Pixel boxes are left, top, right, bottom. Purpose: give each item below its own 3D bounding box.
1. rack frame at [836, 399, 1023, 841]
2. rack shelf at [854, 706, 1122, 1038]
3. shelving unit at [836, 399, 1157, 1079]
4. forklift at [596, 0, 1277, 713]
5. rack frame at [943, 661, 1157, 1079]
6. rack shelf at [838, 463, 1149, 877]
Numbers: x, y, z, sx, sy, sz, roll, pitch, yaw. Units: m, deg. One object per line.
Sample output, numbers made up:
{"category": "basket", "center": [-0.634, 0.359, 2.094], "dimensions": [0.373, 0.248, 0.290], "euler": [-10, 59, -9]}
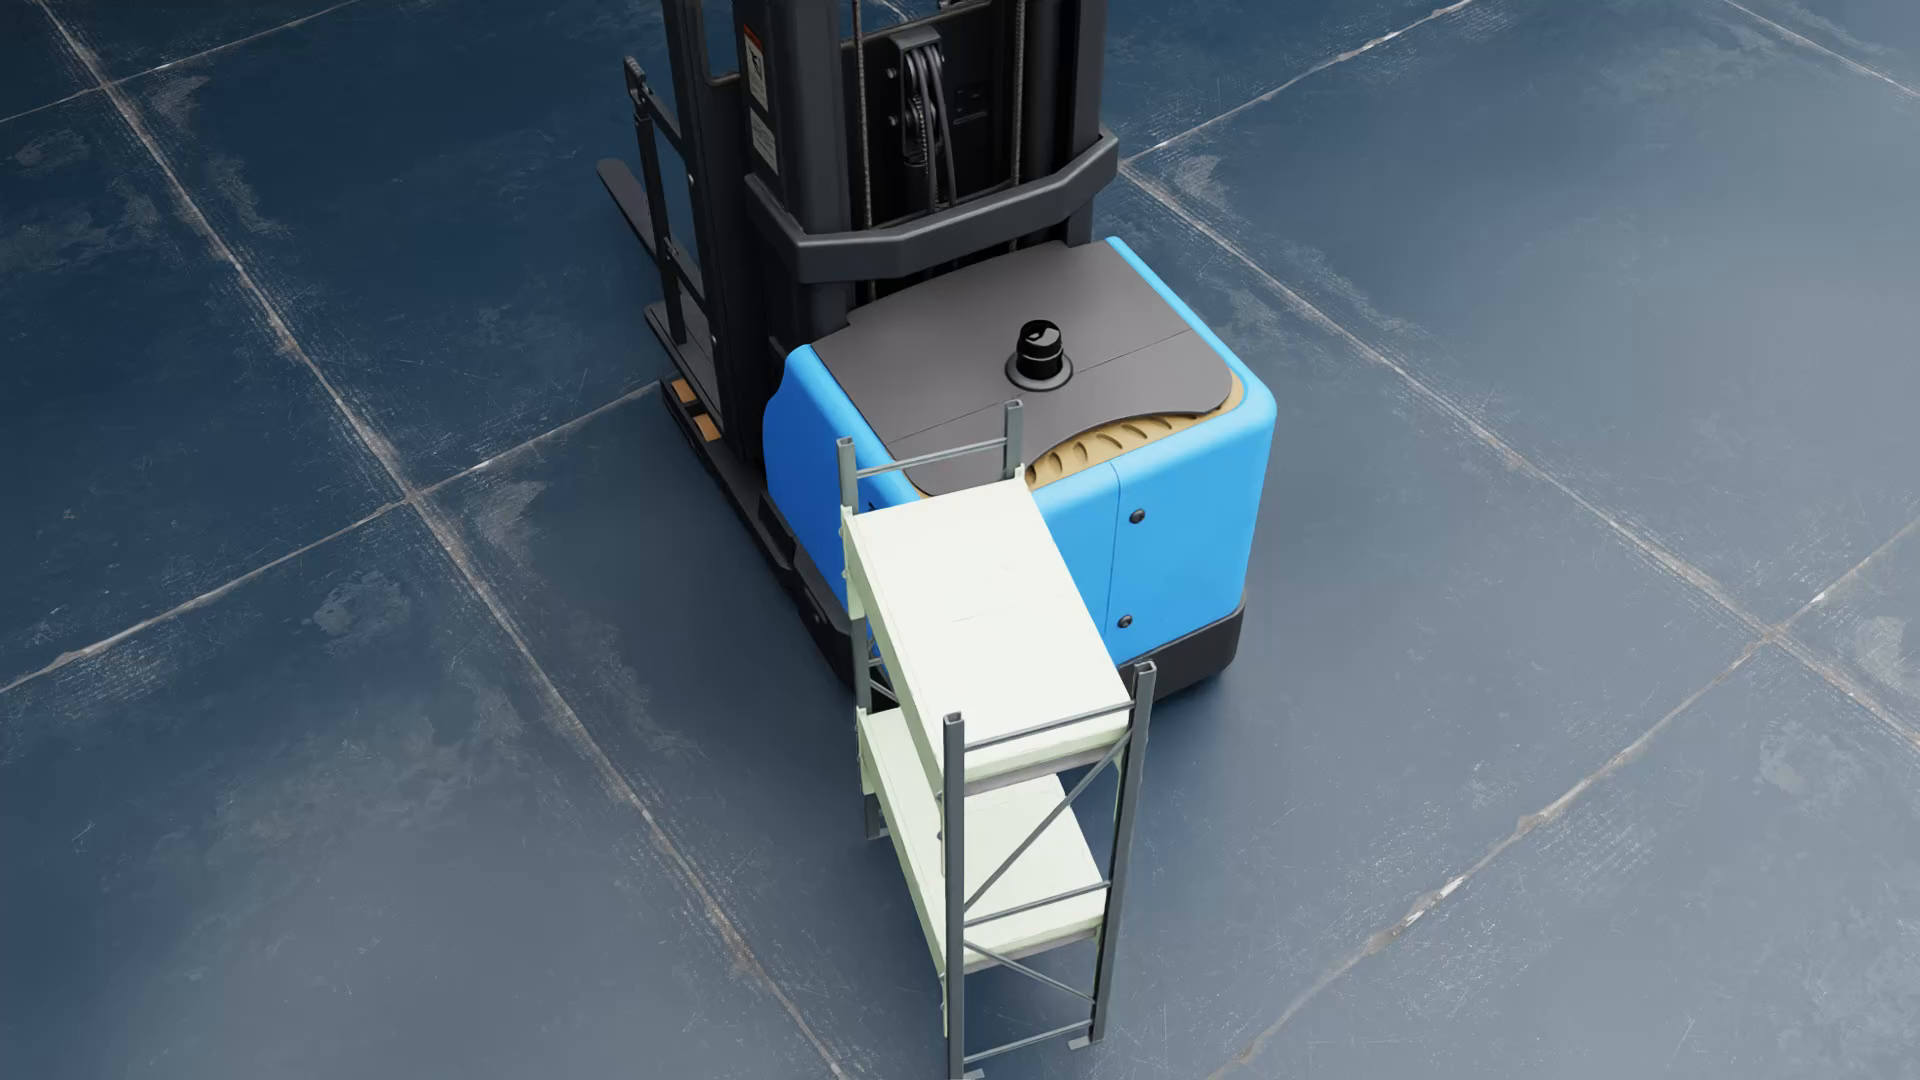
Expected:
{"category": "rack frame", "center": [-0.061, 0.260, 4.002], "dimensions": [0.400, 1.500, 0.023], "euler": [-13, 49, -12]}
{"category": "rack shelf", "center": [0.051, 0.737, 4.009], "dimensions": [0.431, 0.370, 0.720], "euler": [-13, 49, -12]}
{"category": "shelving unit", "center": [0.051, 0.518, 3.768], "dimensions": [0.431, 1.500, 0.755], "euler": [-13, 49, -12]}
{"category": "forklift", "center": [-0.342, -1.392, 4.534], "dimensions": [1.130, 2.935, 3.031], "euler": [-22, 52, -19]}
{"category": "rack frame", "center": [0.163, 0.776, 3.534], "dimensions": [0.400, 1.500, 0.023], "euler": [-13, 49, -12]}
{"category": "rack shelf", "center": [0.051, 0.256, 3.479], "dimensions": [0.431, 0.370, 0.720], "euler": [-13, 49, -12]}
